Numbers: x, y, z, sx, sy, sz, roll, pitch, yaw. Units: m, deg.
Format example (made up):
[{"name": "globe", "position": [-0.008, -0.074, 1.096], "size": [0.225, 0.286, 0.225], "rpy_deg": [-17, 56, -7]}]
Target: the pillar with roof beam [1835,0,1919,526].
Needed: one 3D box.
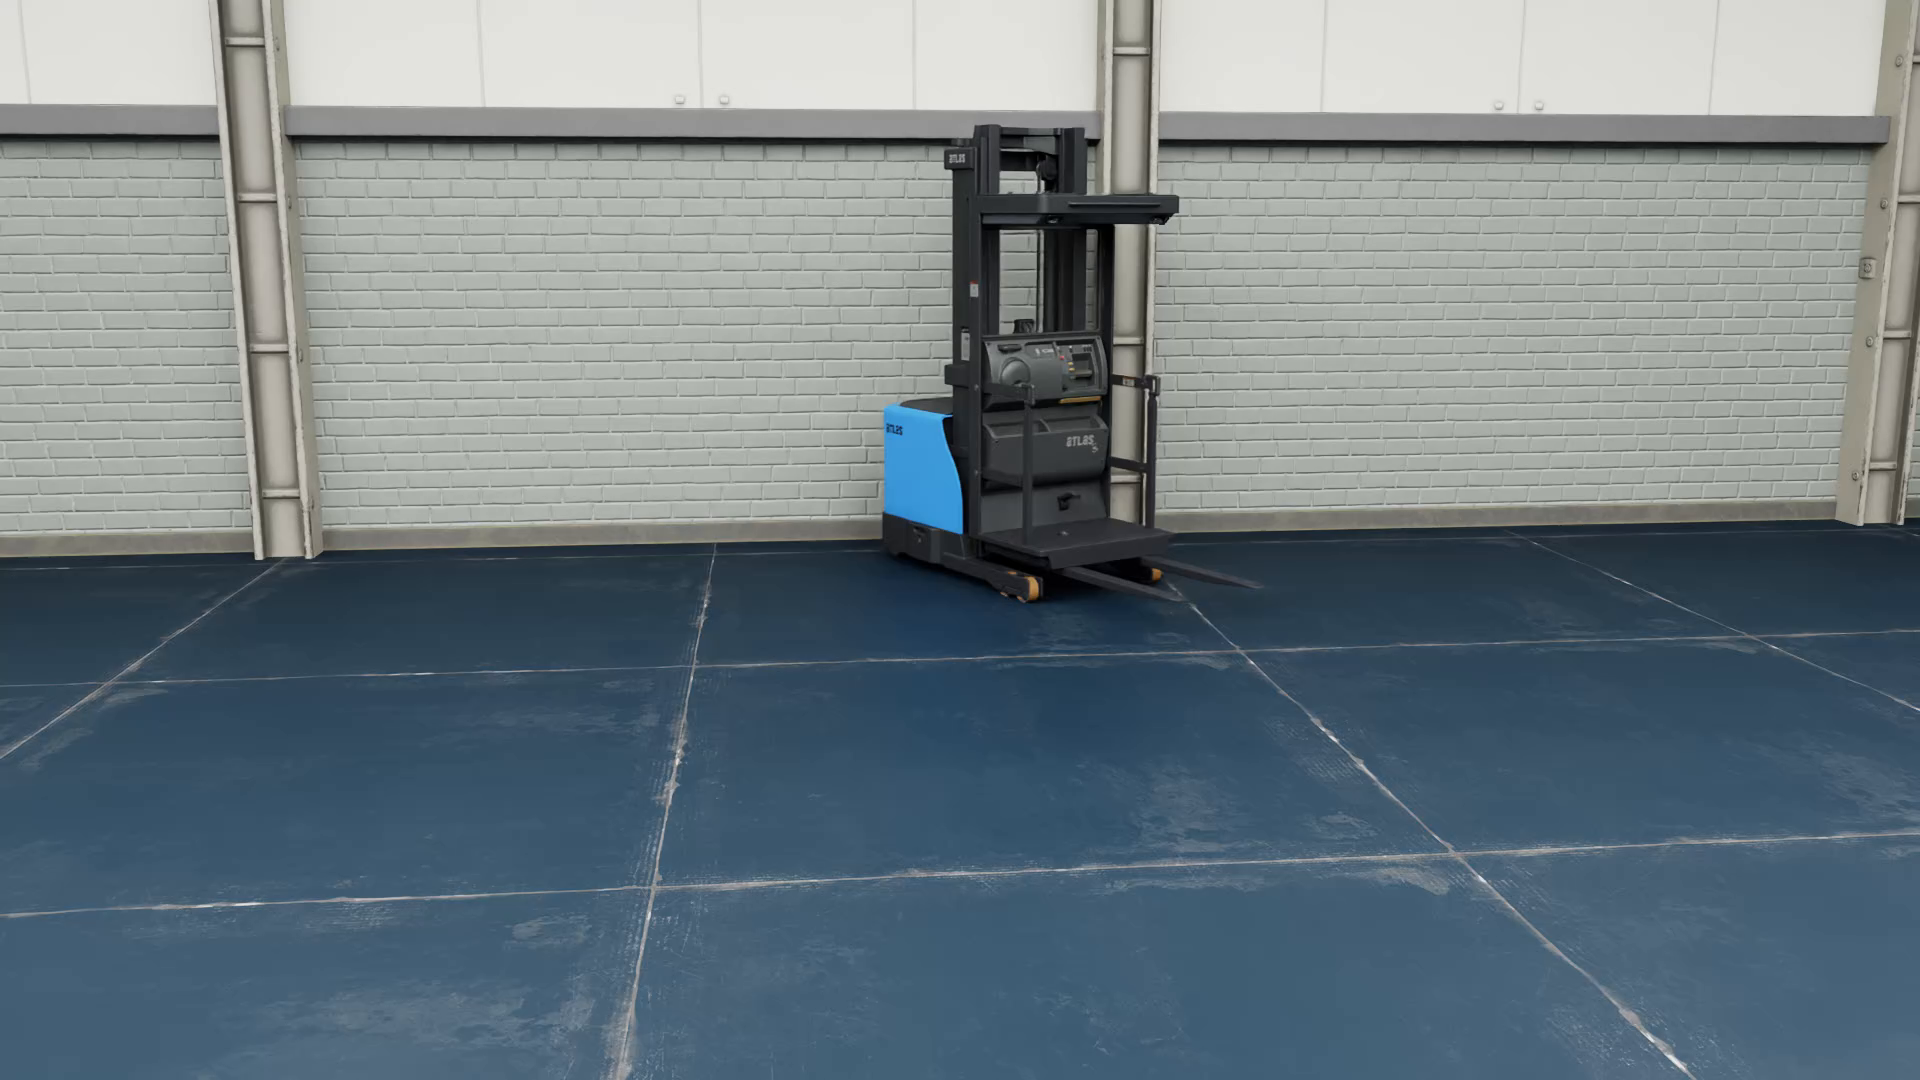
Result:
[{"name": "pillar with roof beam", "position": [7.625, -3.736, 8.043], "size": [0.400, 9.000, 9.100], "rpy_deg": [-1, 11, -6]}]

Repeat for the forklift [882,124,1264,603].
[{"name": "forklift", "position": [0.682, -1.151, 10.623], "size": [1.130, 2.935, 3.031], "rpy_deg": [-7, 13, -33]}]

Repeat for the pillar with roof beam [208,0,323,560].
[{"name": "pillar with roof beam", "position": [-4.305, -3.486, 6.771], "size": [0.400, 9.000, 9.100], "rpy_deg": [-1, 11, -6]}]

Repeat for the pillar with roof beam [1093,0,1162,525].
[{"name": "pillar with roof beam", "position": [1.660, -3.611, 7.407], "size": [0.400, 9.000, 9.100], "rpy_deg": [-1, 11, -6]}]
